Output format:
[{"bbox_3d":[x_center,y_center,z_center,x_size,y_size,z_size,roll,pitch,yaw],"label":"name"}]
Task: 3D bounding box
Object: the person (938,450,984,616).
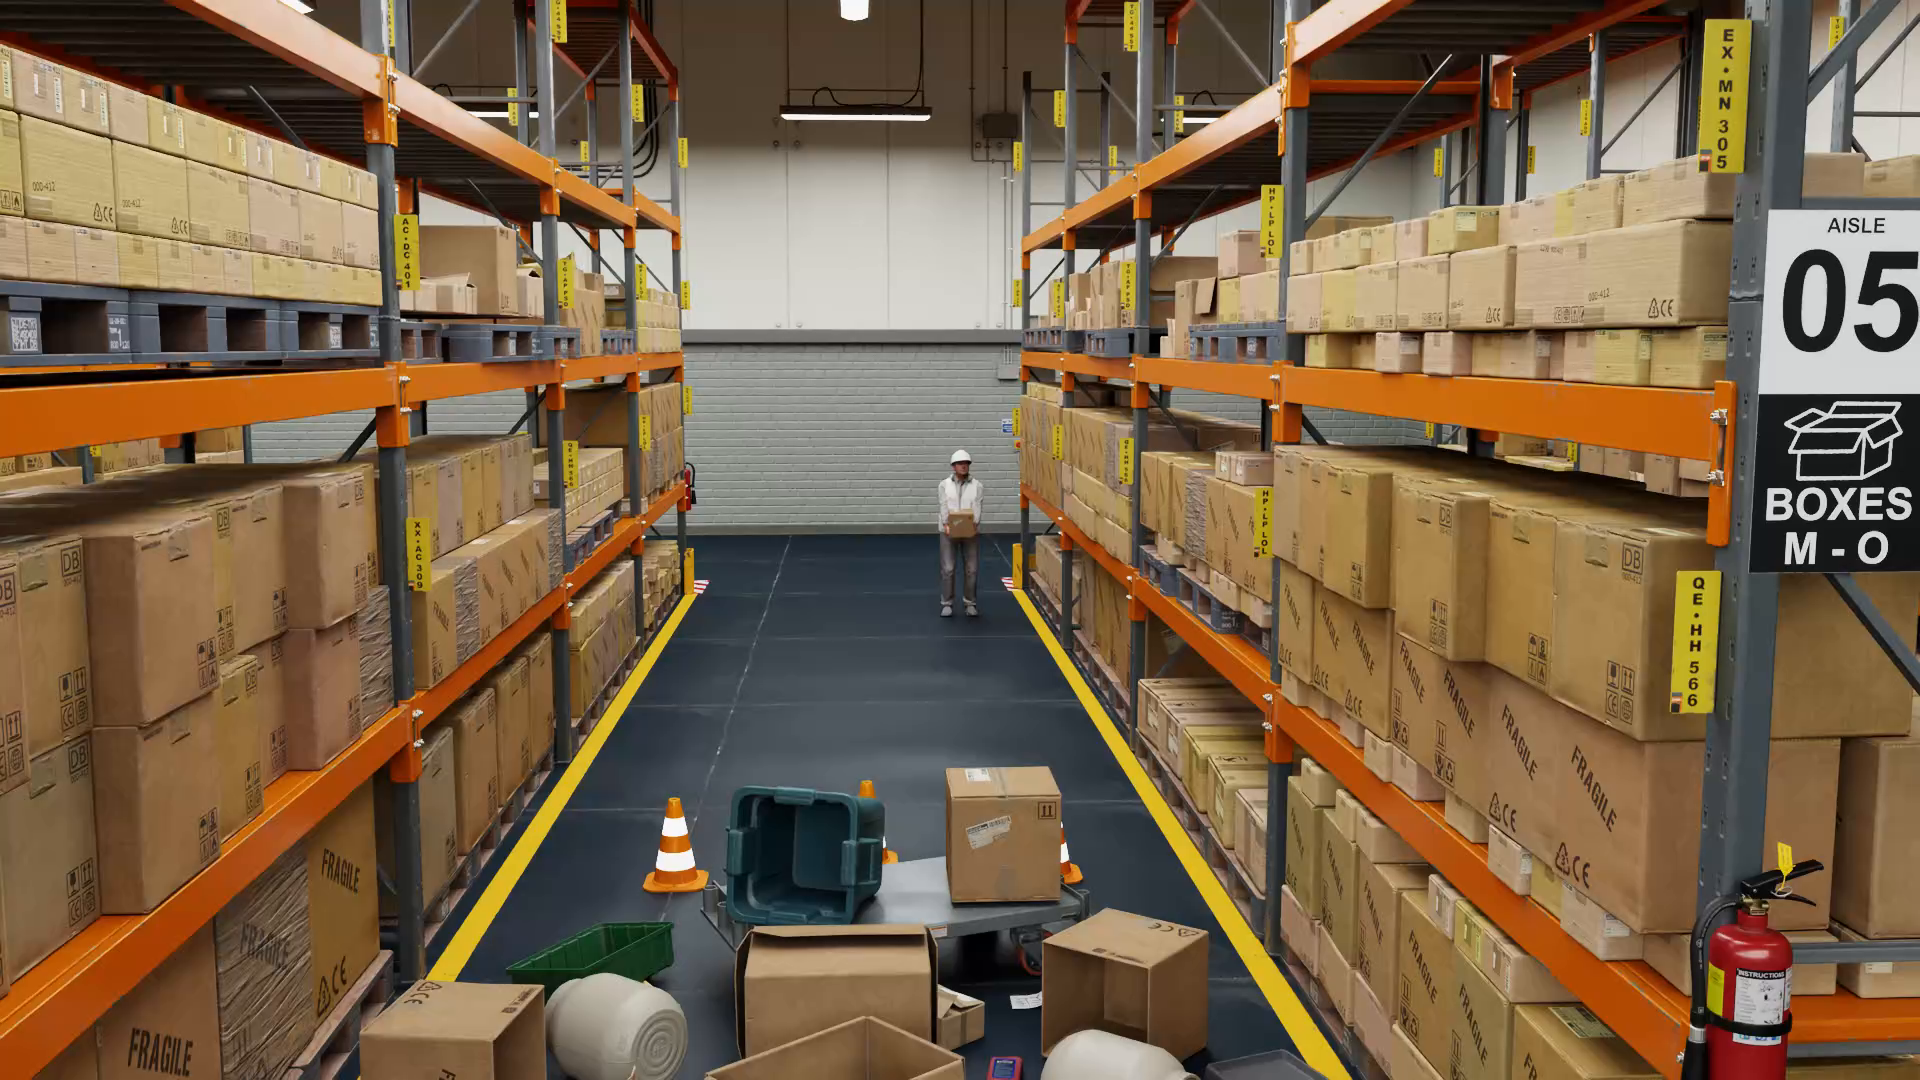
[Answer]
[{"bbox_3d":[0.017,-0.064,17.707,0.494,1.762,0.552,0,7,-3],"label":"person"}]
